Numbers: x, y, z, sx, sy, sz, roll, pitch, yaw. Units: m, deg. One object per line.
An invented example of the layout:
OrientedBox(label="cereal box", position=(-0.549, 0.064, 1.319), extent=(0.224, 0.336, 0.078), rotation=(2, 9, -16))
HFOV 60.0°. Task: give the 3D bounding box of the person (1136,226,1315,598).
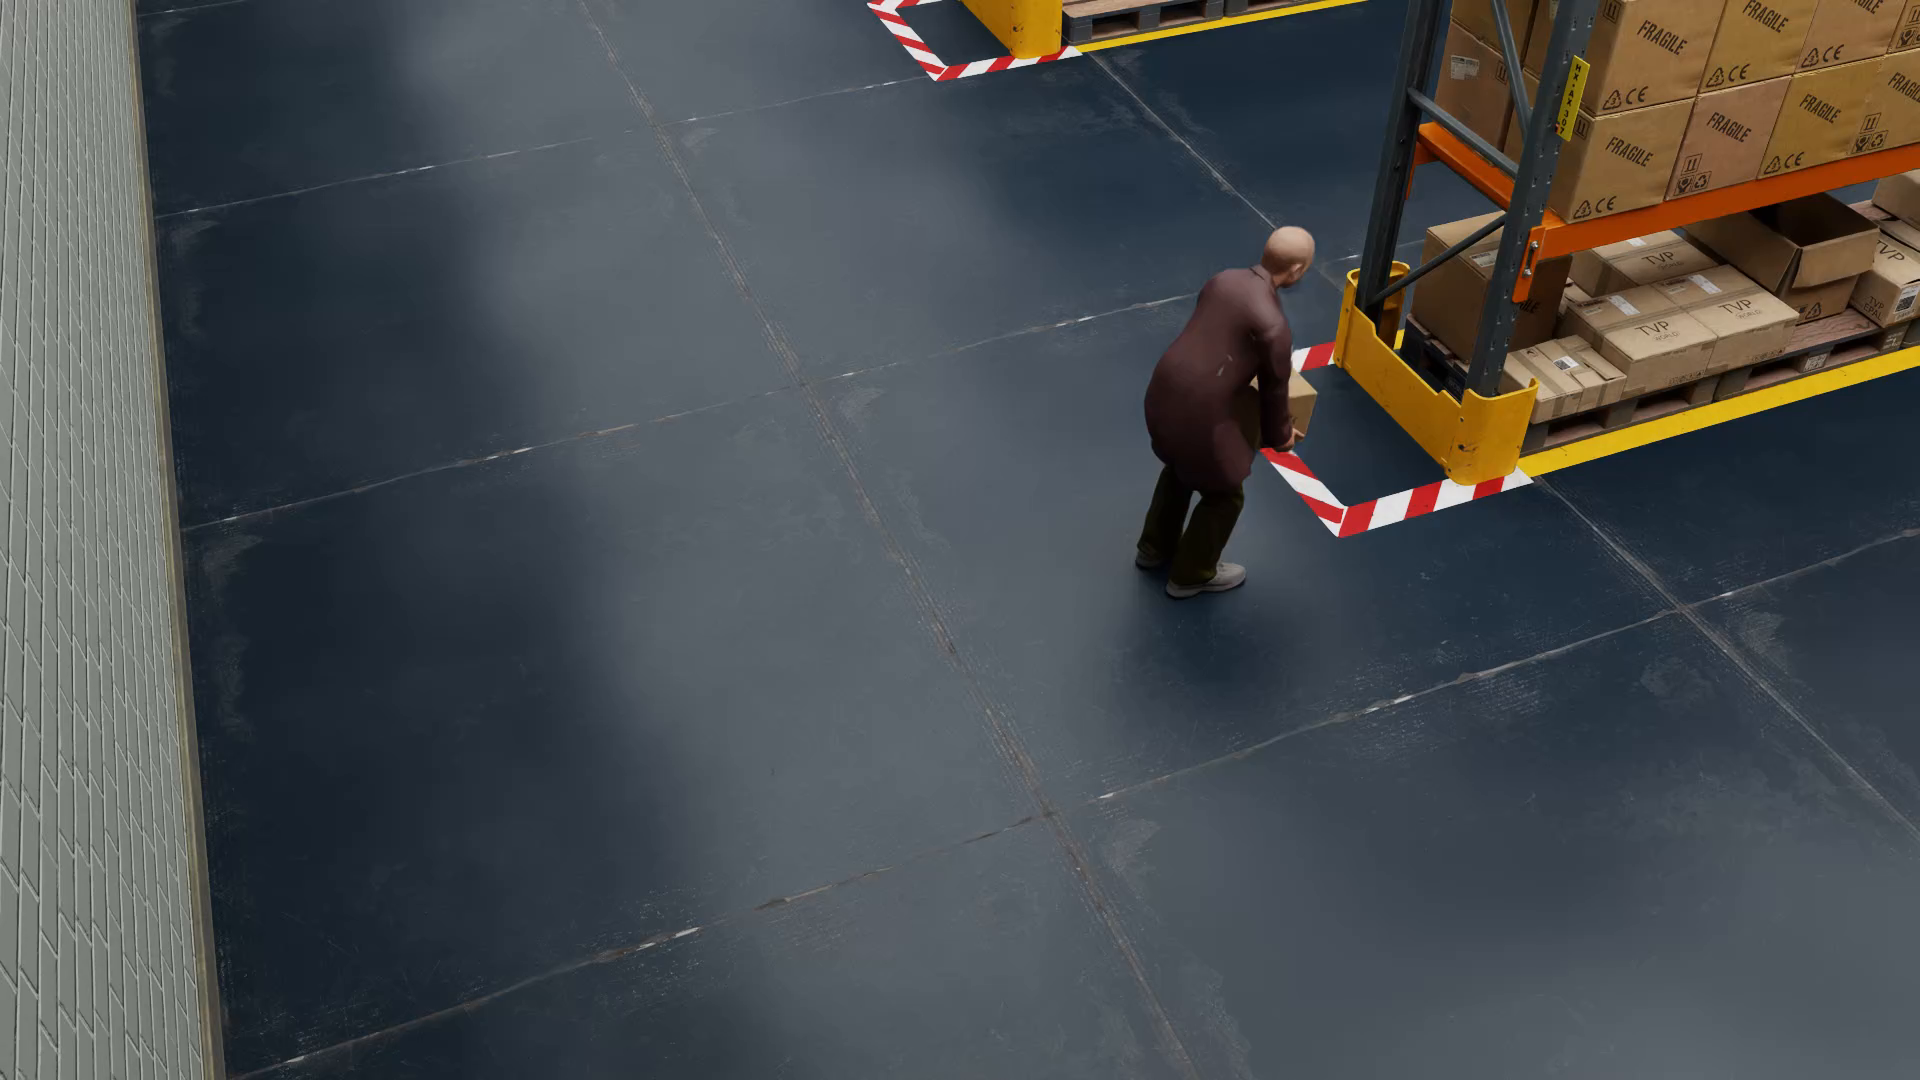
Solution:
OrientedBox(label="person", position=(1.081, -0.503, 6.848), extent=(0.662, 1.649, 0.543), rotation=(-16, 44, -18))
